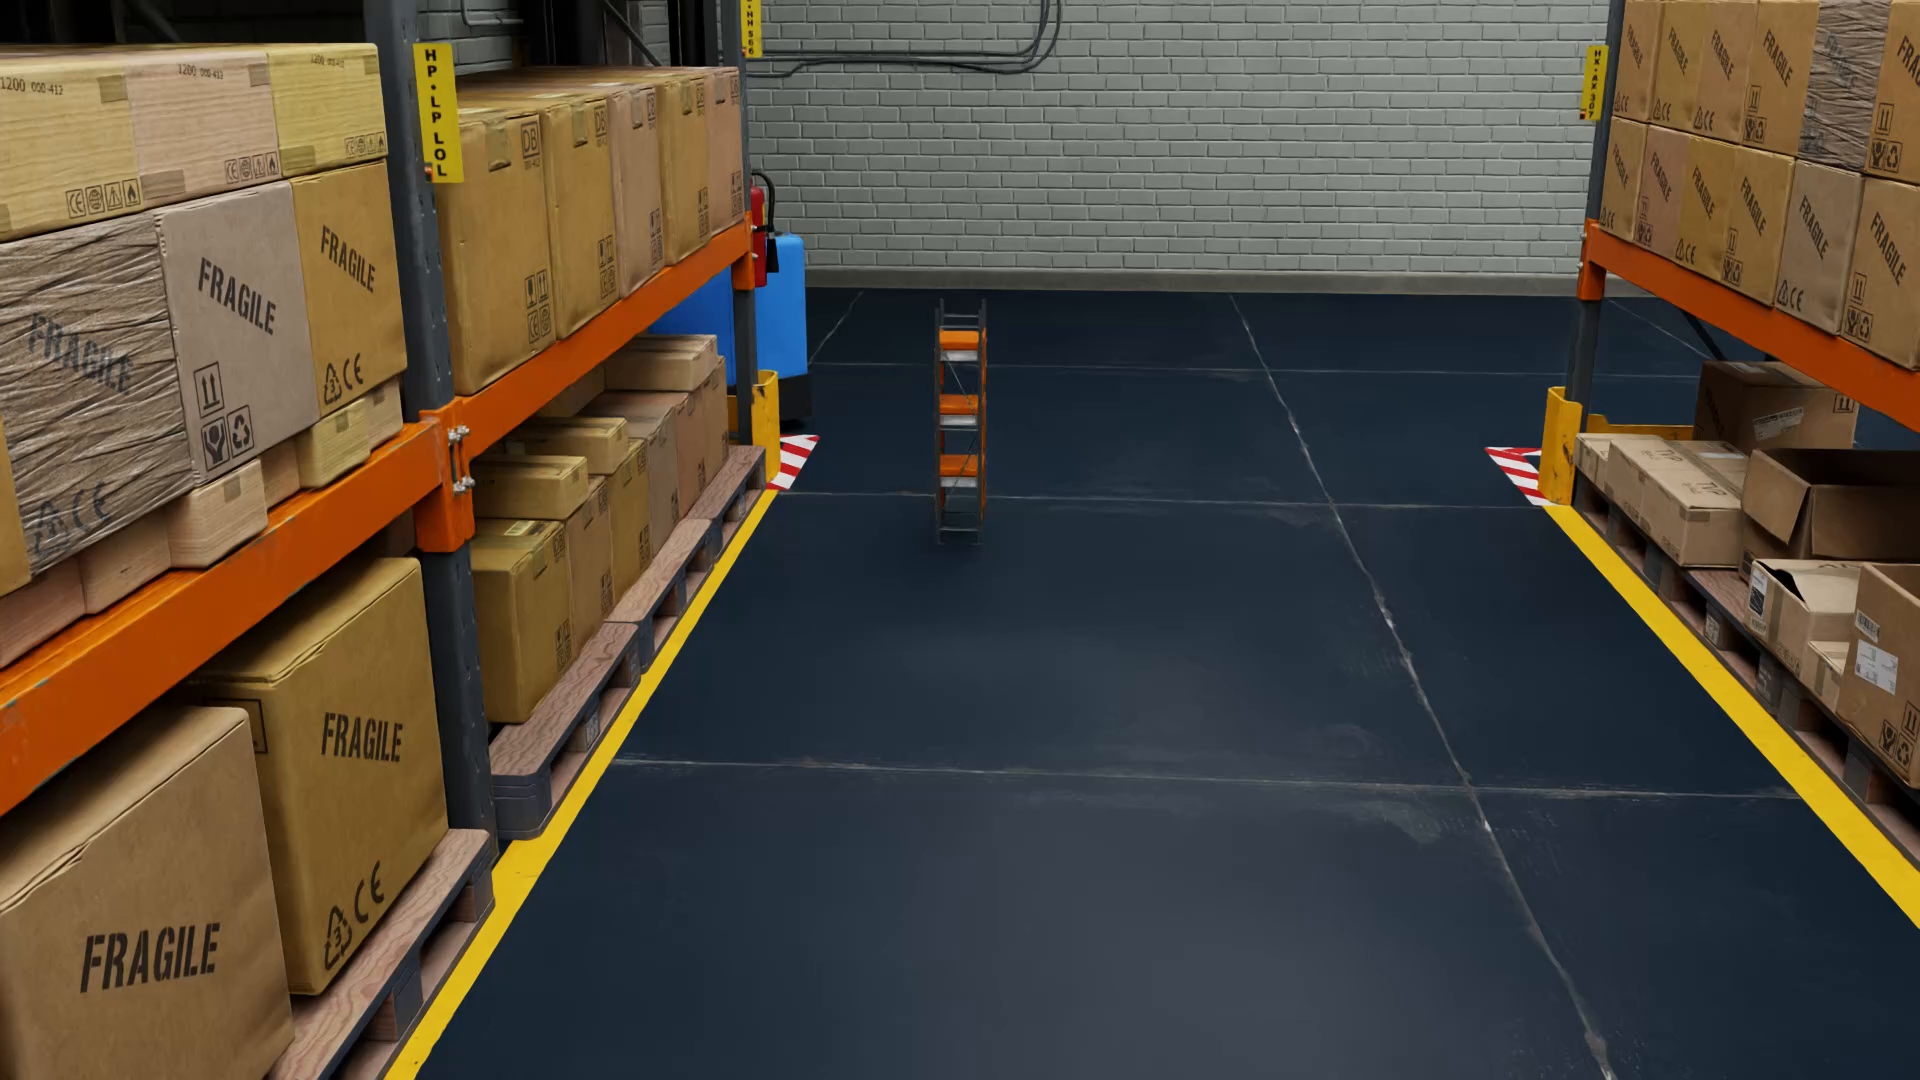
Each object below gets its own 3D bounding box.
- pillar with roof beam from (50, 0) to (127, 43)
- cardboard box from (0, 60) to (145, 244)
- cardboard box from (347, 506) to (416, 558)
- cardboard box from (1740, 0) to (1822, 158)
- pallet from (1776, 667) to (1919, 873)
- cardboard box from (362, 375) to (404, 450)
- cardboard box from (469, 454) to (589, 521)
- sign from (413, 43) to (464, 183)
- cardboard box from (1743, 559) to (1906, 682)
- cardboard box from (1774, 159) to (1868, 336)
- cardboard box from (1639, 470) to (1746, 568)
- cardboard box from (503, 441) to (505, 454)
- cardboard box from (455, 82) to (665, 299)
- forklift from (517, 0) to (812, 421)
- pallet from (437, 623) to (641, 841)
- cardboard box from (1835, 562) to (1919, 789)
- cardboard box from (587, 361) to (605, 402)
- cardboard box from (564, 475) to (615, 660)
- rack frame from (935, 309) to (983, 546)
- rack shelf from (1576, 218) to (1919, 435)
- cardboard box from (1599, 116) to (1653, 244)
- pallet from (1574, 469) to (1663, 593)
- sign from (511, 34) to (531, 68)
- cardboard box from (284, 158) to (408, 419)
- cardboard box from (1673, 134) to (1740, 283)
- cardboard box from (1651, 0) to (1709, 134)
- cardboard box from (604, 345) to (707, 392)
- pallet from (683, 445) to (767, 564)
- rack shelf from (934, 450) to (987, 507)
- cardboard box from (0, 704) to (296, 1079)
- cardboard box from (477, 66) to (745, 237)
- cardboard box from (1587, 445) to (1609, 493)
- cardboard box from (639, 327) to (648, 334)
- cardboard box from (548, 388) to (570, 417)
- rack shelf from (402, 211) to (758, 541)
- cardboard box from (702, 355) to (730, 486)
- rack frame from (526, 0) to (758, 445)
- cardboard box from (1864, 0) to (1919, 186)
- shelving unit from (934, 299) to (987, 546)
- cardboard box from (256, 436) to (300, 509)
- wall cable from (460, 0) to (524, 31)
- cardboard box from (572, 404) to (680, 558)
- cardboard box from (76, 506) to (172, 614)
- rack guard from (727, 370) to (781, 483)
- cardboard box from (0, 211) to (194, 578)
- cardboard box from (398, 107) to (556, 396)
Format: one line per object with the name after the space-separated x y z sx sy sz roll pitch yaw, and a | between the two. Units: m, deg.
1.681 -3.514 3.696 9.100 9.000 0.400 1 18 4 | pillar with roof beam
-1.662 -0.610 2.591 0.500 0.250 0.500 2 18 5 | cardboard box
-1.853 -0.032 5.001 0.380 0.149 0.250 1 18 4 | cardboard box
3.026 -1.571 5.633 0.500 0.500 0.500 1 18 3 | cardboard box
3.191 0.699 4.952 1.003 0.211 1.213 1 18 4 | pallet
-1.543 -0.301 3.897 0.380 0.149 0.250 1 18 4 | cardboard box
-1.438 -0.175 5.437 0.380 0.149 0.250 2 18 6 | cardboard box
-1.259 -1.026 4.005 0.100 0.325 0.005 1 18 4 | sign
2.952 0.239 5.487 0.500 0.311 0.500 1 18 4 | cardboard box
2.991 -0.941 5.318 0.500 0.500 0.500 2 18 5 | cardboard box
3.034 -0.085 6.574 0.500 0.250 0.500 1 18 4 | cardboard box
-1.780 -0.356 5.990 0.380 0.149 0.250 1 18 4 | cardboard box
-1.645 -1.286 6.049 0.980 0.700 0.700 0 18 1 | cardboard box
-2.094 -2.316 9.785 1.130 2.935 3.031 -12 22 -33 | forklift
-1.668 0.568 5.350 1.003 0.211 1.213 1 18 4 | pallet
2.898 0.382 4.747 0.500 0.500 0.500 1 18 4 | cardboard box
-1.709 -0.673 6.959 0.380 0.149 0.250 1 18 4 | cardboard box
-1.606 0.080 5.702 0.700 0.500 0.500 1 18 3 | cardboard box
-0.005 -0.478 7.195 0.200 1.050 0.008 1 18 4 | rack frame
3.284 -0.692 5.874 1.077 0.370 4.000 1 18 4 | rack shelf
3.132 -1.571 7.240 0.500 0.500 0.500 2 18 5 | cardboard box
3.366 -0.059 7.264 1.003 0.211 1.213 1 18 4 | pallet
-2.067 -2.228 7.888 0.100 0.325 0.005 1 18 4 | sign
-1.582 -0.572 3.681 0.500 0.500 0.500 1 18 3 | cardboard box
3.062 -1.255 6.275 0.500 0.500 0.500 1 18 4 | cardboard box
3.103 -1.884 6.588 0.500 0.500 0.500 1 18 4 | cardboard box
-1.309 -0.742 7.168 0.380 0.149 0.250 2 18 5 | cardboard box
-1.493 -0.190 7.663 1.003 0.211 1.213 1 18 4 | pallet
0.004 -0.241 7.400 0.215 0.259 0.240 1 18 4 | rack shelf
-1.778 0.780 3.002 0.750 0.750 0.750 2 18 6 | cardboard box
-1.541 -1.749 7.461 0.980 0.700 0.700 2 18 6 | cardboard box
3.037 -0.318 7.420 0.380 0.166 0.250 1 18 4 | cardboard box
-1.655 -0.908 7.677 0.380 0.149 0.250 1 18 4 | cardboard box
-1.744 -0.515 6.475 0.380 0.149 0.250 1 18 4 | cardboard box
-1.657 -0.802 6.208 1.077 0.370 4.000 1 18 4 | rack shelf
-1.464 -0.557 7.645 0.700 0.500 0.500 1 18 4 | cardboard box
-1.514 -1.765 7.992 1.000 3.000 0.127 1 18 4 | rack frame
2.953 -1.258 4.678 0.500 0.500 0.500 1 18 3 | cardboard box
0.004 -0.516 7.310 0.215 1.050 0.252 1 18 4 | shelving unit
-1.601 -0.143 3.414 0.380 0.149 0.250 2 18 6 | cardboard box
-2.366 -2.666 9.112 0.084 1.984 1.851 1 18 4 | wall cable
-1.536 -0.245 6.694 0.700 0.500 0.500 1 18 2 | cardboard box
-1.645 0.015 2.932 0.380 0.149 0.250 1 18 4 | cardboard box
-1.512 -0.584 8.404 1.175 0.500 0.348 1 18 4 | rack guard
-1.654 -0.257 2.721 0.500 0.500 0.500 1 18 4 | cardboard box
-1.746 -0.833 4.667 0.980 0.700 0.700 2 18 5 | cardboard box
